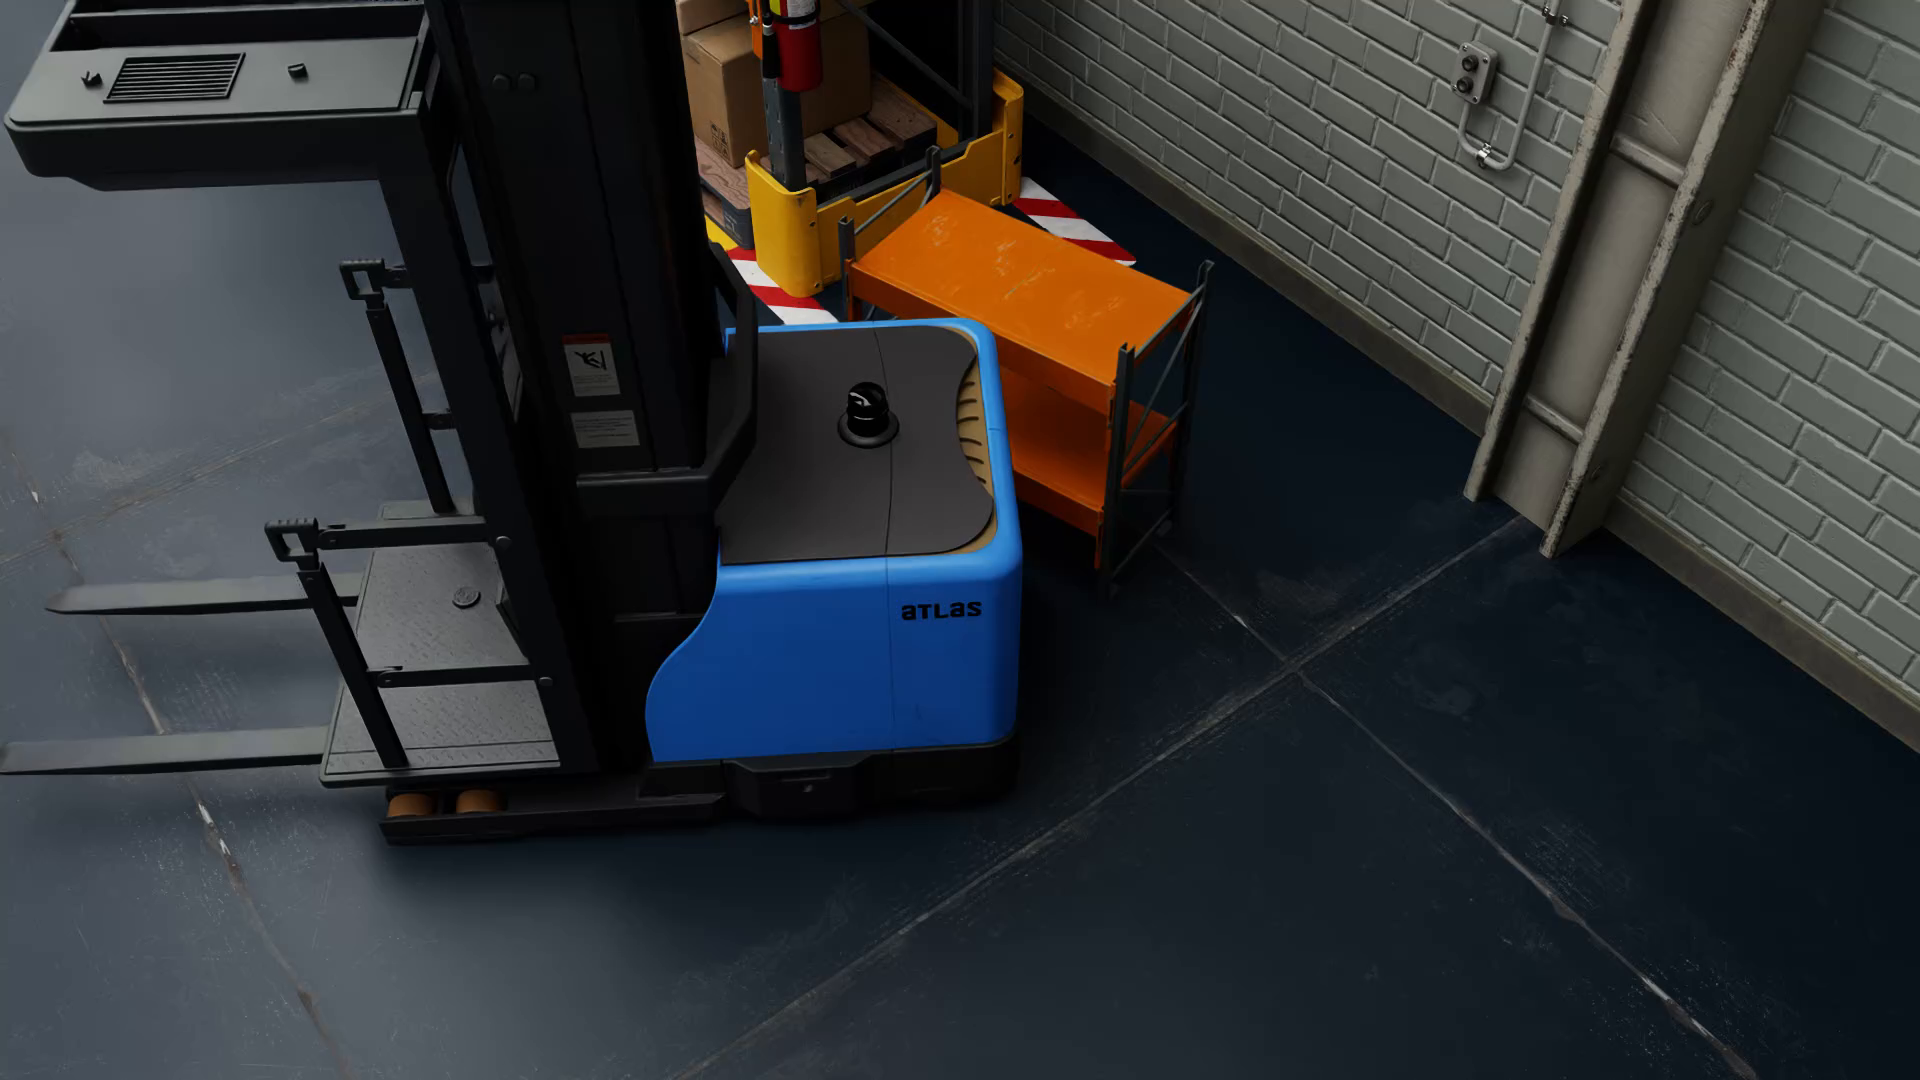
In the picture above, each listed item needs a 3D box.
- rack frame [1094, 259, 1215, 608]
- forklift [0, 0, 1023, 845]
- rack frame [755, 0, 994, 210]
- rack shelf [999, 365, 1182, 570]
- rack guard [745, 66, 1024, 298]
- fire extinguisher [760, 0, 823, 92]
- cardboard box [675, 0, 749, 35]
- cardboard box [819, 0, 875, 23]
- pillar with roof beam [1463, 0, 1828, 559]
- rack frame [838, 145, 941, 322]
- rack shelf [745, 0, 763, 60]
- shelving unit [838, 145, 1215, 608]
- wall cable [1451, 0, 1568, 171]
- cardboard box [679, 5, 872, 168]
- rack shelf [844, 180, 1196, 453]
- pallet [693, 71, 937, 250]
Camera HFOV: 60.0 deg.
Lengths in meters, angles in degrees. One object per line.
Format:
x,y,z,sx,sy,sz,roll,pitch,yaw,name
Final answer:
0.607,-0.309,5.270,0.032,1.125,0.500,28,54,23,rack frame
-1.363,-0.493,4.219,3.031,2.935,1.130,-3,48,-3,forklift
-0.300,-2.328,5.836,1.000,3.000,0.127,-29,54,-24,rack frame
0.194,-0.363,5.650,1.000,0.278,0.538,28,54,23,rack shelf
-0.285,-1.475,6.750,1.175,0.500,0.348,-29,54,-24,rack guard
-0.576,-1.881,5.735,0.296,0.674,0.183,-29,54,-24,fire extinguisher
-1.026,-2.210,6.694,0.380,0.149,0.250,-30,54,-24,cardboard box
-0.568,-2.232,6.714,0.380,0.149,0.250,-29,54,-24,cardboard box
-1.403,-1.208,0.771,9.100,9.000,0.400,-29,54,-24,pillar with roof beam
-0.220,-0.746,5.667,0.032,1.125,0.500,28,54,23,rack frame
-1.511,-3.266,7.172,1.077,0.370,4.000,-29,54,-24,rack shelf
0.194,-0.528,5.469,1.048,1.125,0.538,28,54,23,shelving unit
1.228,-2.339,5.160,0.084,1.984,1.851,-29,54,-24,wall cable
-0.803,-1.998,6.940,0.700,0.500,0.500,-29,54,-24,cardboard box
0.194,-0.724,5.252,1.000,0.278,0.538,28,54,23,rack shelf
-0.846,-1.828,7.265,1.003,0.211,1.213,-29,54,-24,pallet
